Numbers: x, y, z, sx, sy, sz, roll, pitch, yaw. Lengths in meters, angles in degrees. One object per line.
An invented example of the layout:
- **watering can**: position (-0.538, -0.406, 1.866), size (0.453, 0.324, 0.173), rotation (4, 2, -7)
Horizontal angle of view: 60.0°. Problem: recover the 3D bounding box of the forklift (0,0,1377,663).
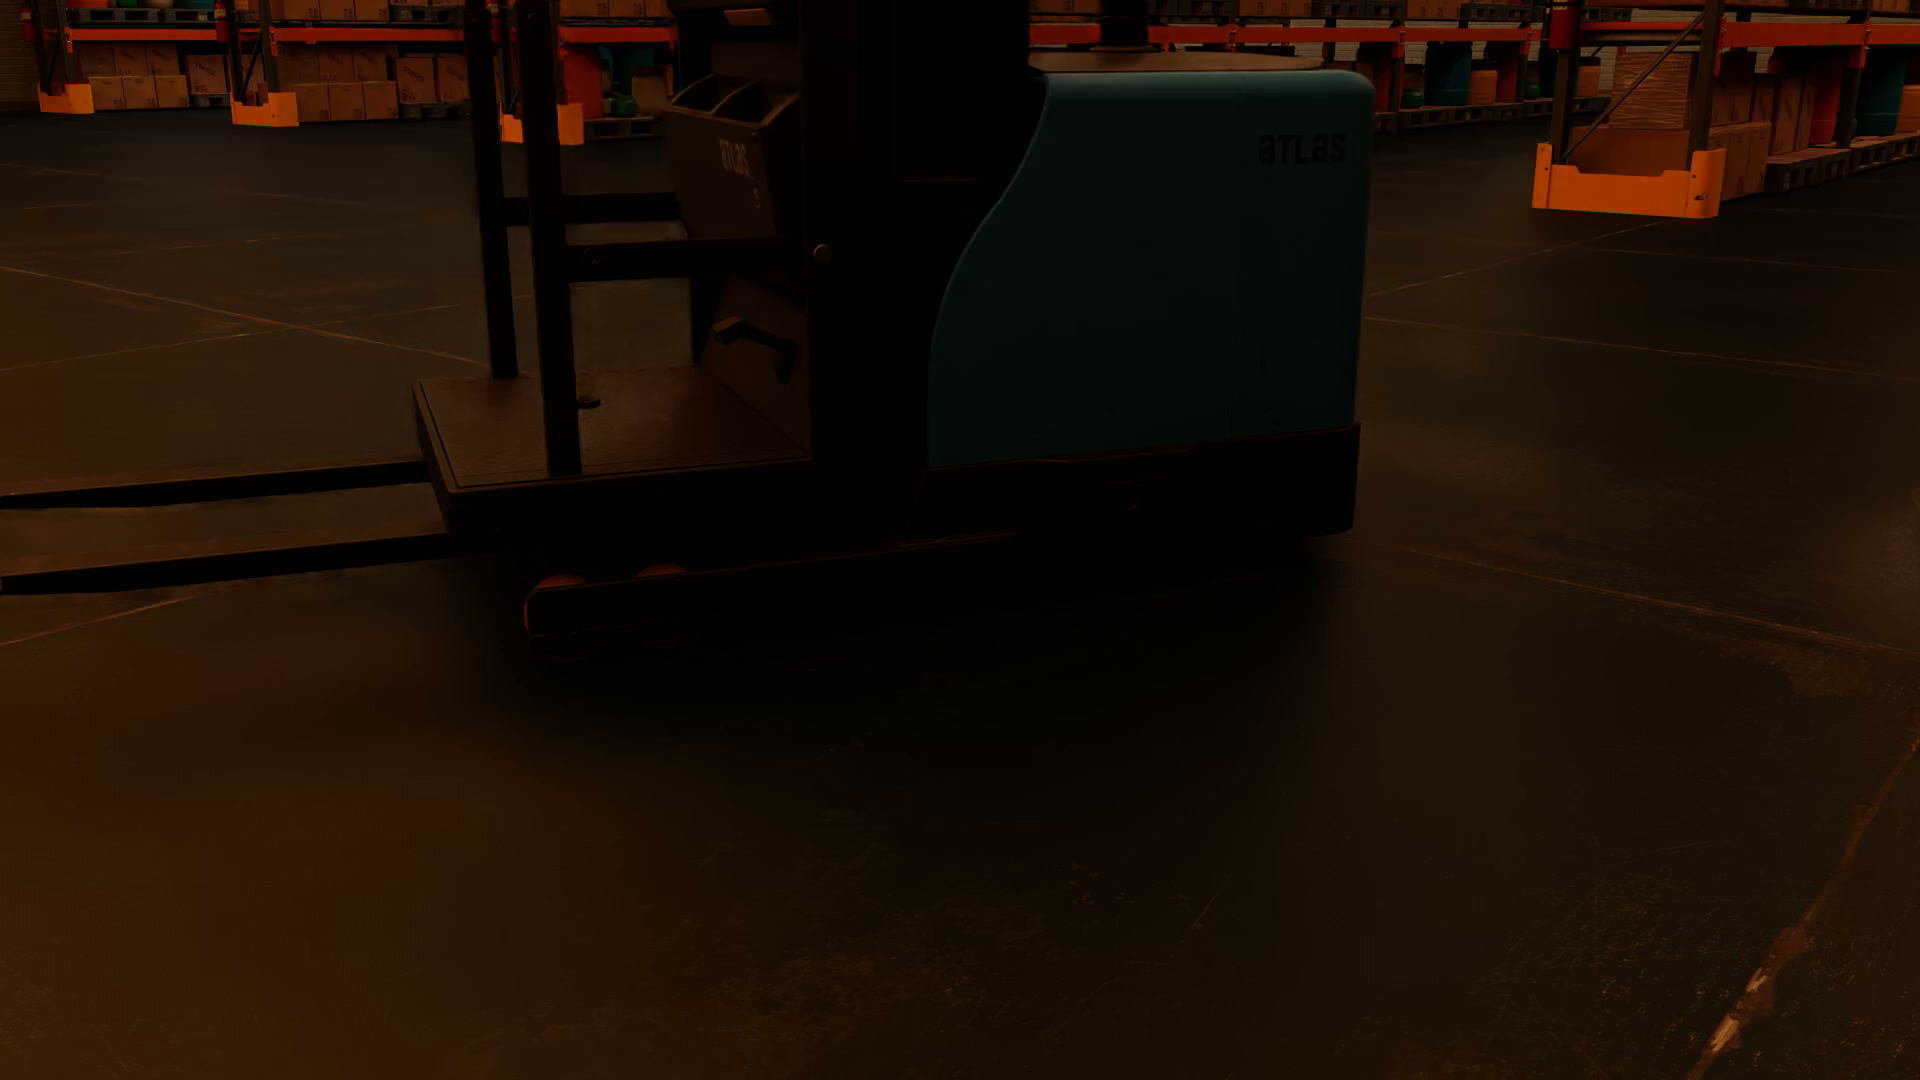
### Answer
- **forklift**: position (-0.667, -1.342, 3.316), size (3.031, 2.935, 1.130), rotation (-6, 18, -20)
